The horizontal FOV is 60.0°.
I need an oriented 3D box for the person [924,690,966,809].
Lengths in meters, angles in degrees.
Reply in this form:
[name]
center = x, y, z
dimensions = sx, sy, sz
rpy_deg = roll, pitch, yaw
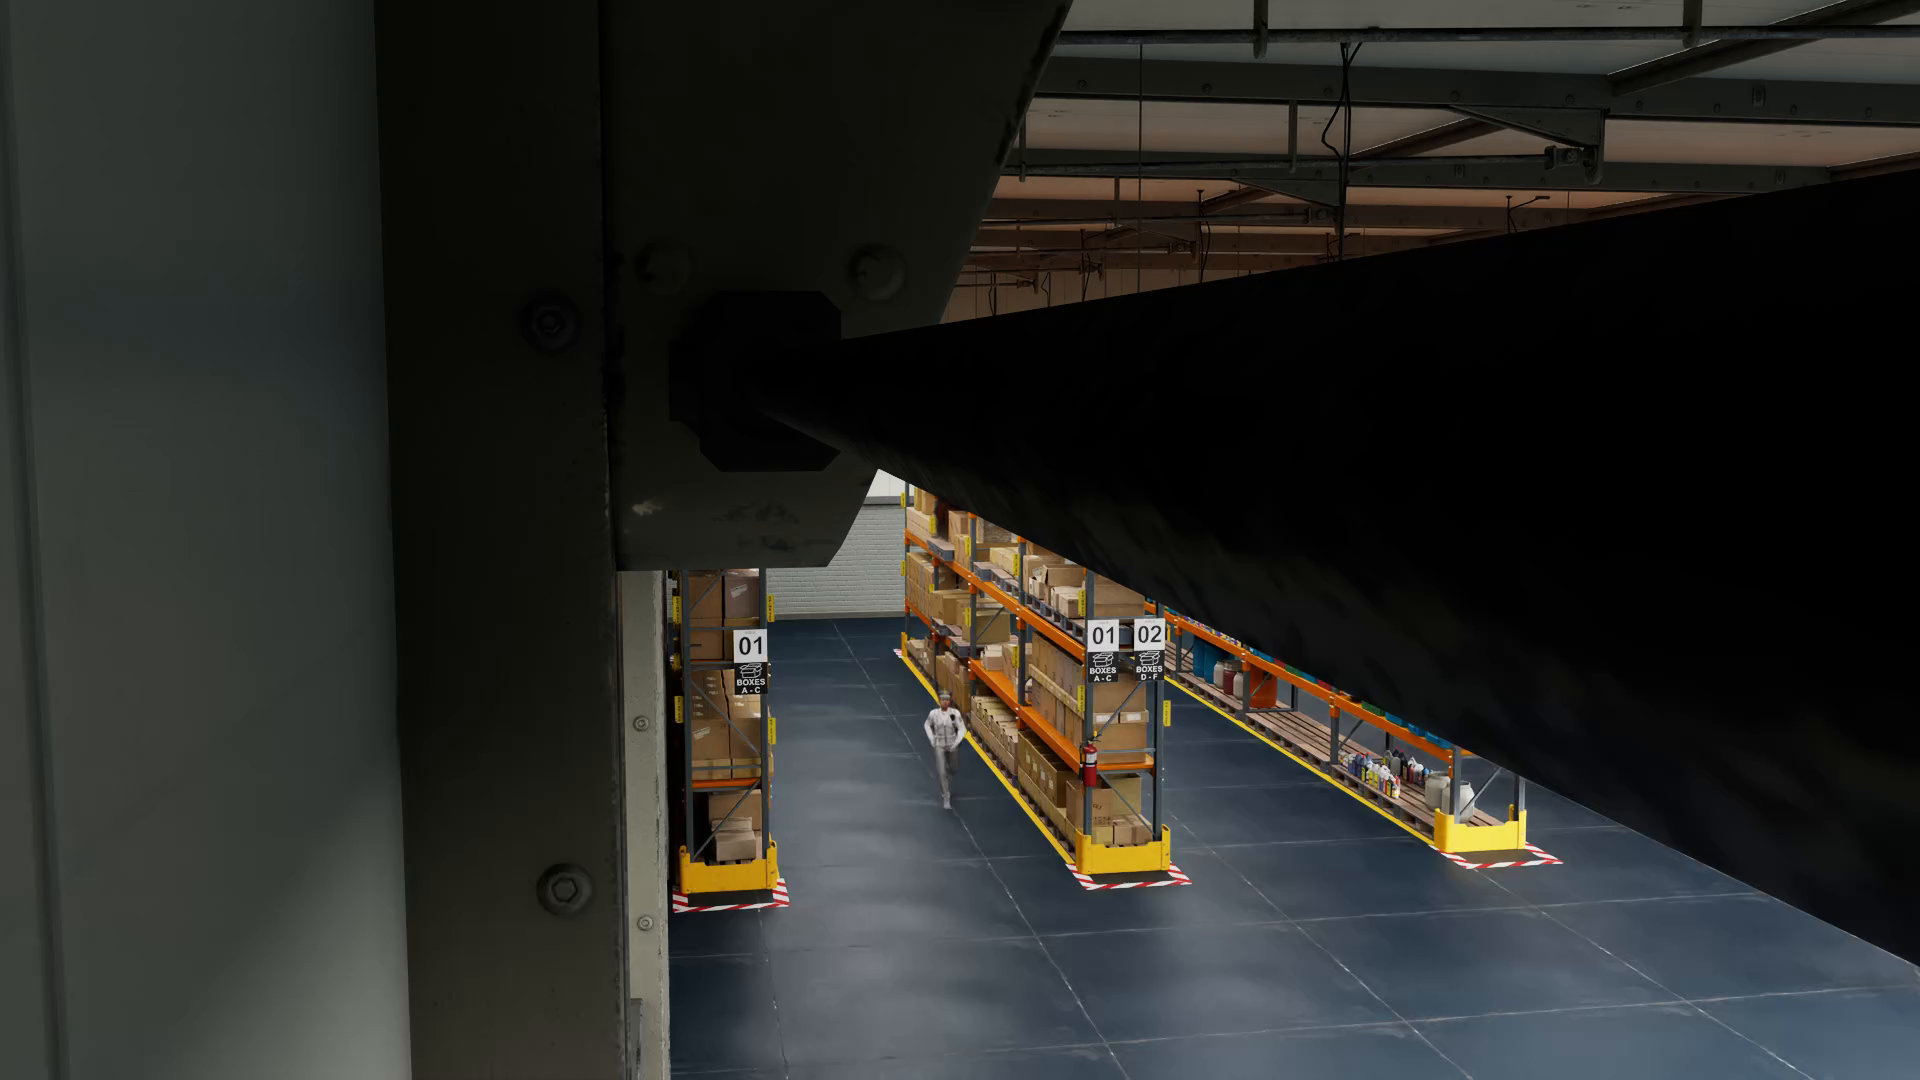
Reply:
[person]
center = -0.212, 3.013, 24.293
dimensions = 0.599, 1.684, 0.956
rpy_deg = -1, 6, -8
